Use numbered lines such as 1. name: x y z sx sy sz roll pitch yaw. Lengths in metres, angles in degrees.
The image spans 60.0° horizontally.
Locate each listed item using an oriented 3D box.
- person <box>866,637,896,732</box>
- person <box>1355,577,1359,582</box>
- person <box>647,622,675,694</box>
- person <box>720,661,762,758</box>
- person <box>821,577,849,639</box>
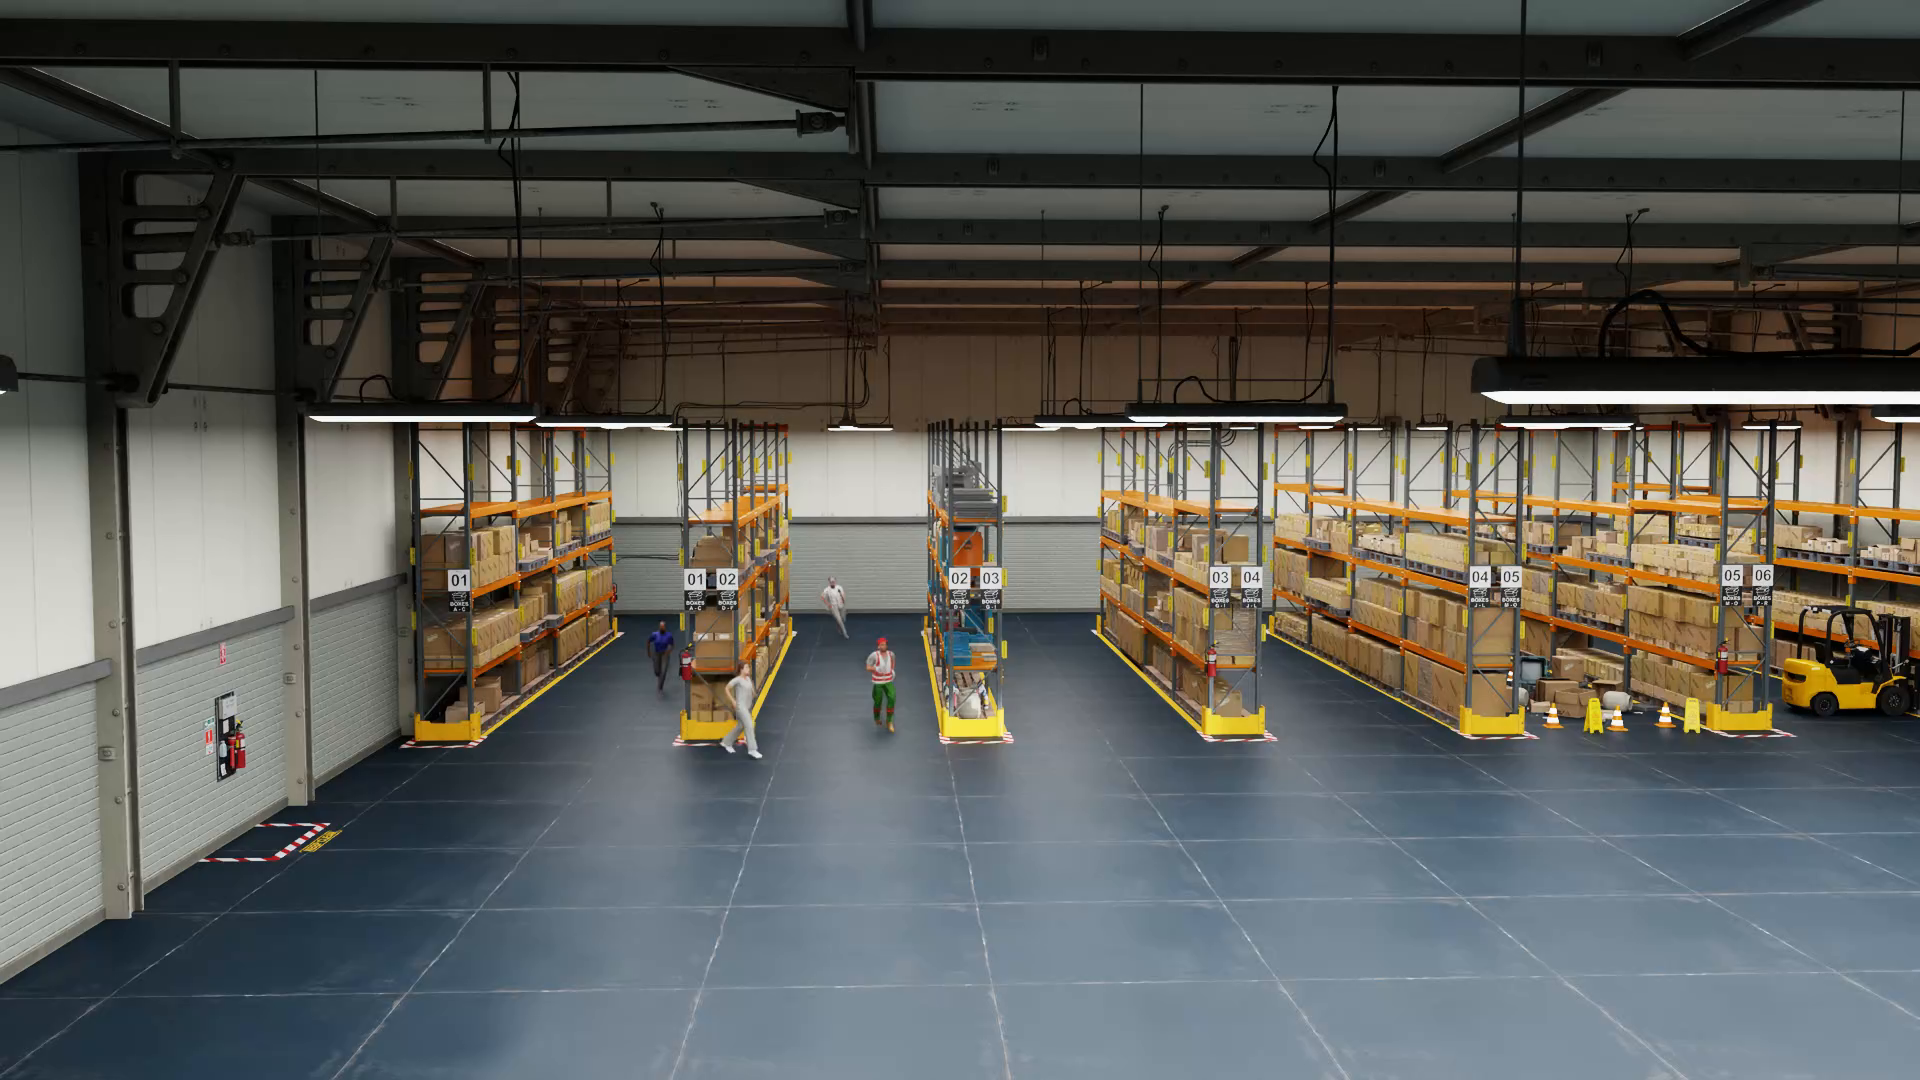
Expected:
1. person: -1.531 2.783 32.152 0.631 1.823 0.825 -1 4 -17
2. person: 11.028 1.896 46.101 0.673 1.748 0.771 -1 4 -9
3. person: -6.604 2.594 36.710 0.611 1.611 0.664 -1 4 -8
4. person: -3.855 2.985 29.470 0.888 1.679 0.583 1 4 19
5. person: -3.530 1.888 46.718 0.705 1.735 0.875 -2 4 -24
